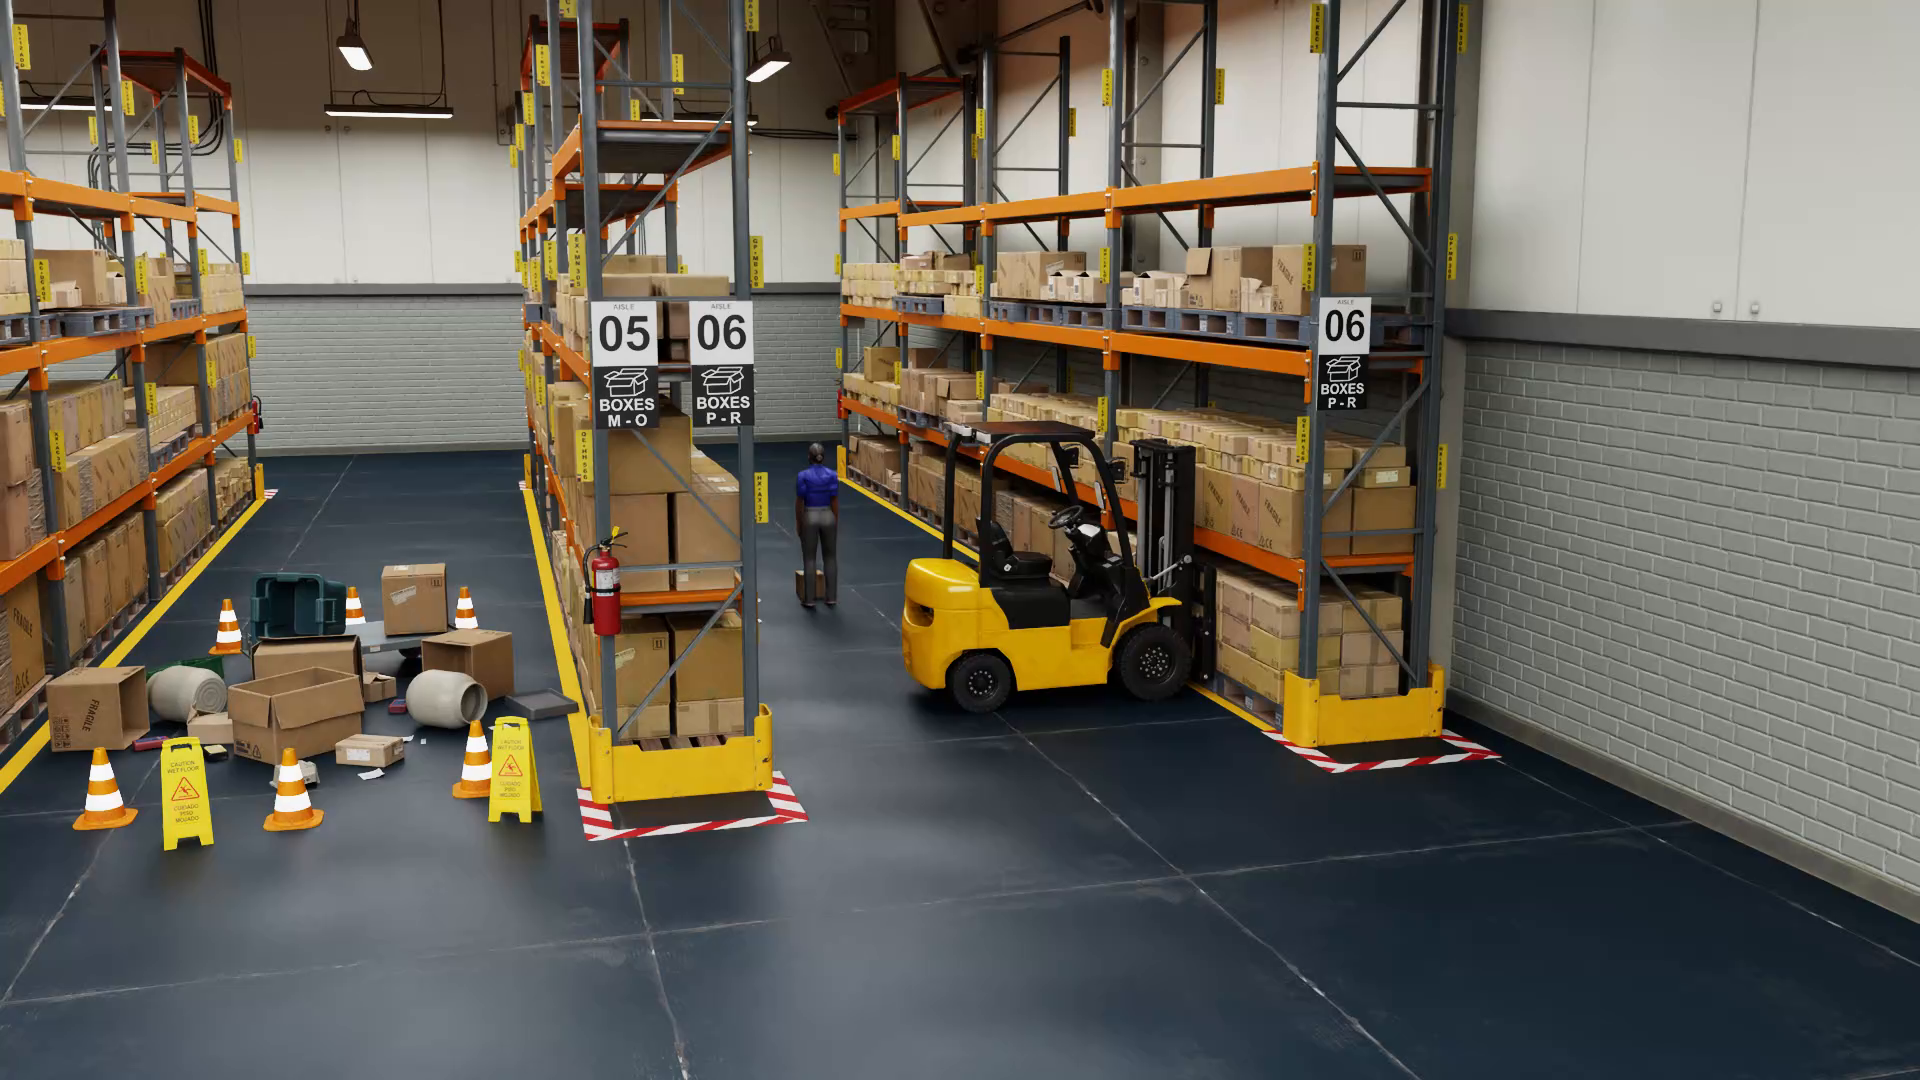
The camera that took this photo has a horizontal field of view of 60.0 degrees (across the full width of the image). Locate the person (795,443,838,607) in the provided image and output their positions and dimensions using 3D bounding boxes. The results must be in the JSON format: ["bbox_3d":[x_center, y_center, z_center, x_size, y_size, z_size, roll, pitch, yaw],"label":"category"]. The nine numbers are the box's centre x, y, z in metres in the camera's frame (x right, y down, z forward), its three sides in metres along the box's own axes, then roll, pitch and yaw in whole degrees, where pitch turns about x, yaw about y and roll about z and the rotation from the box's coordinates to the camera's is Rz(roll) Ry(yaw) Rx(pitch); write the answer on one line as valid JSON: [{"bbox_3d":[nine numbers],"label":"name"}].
[{"bbox_3d":[-1.454,-0.150,16.848,0.439,1.651,0.350,-3,10,-15],"label":"person"}]
